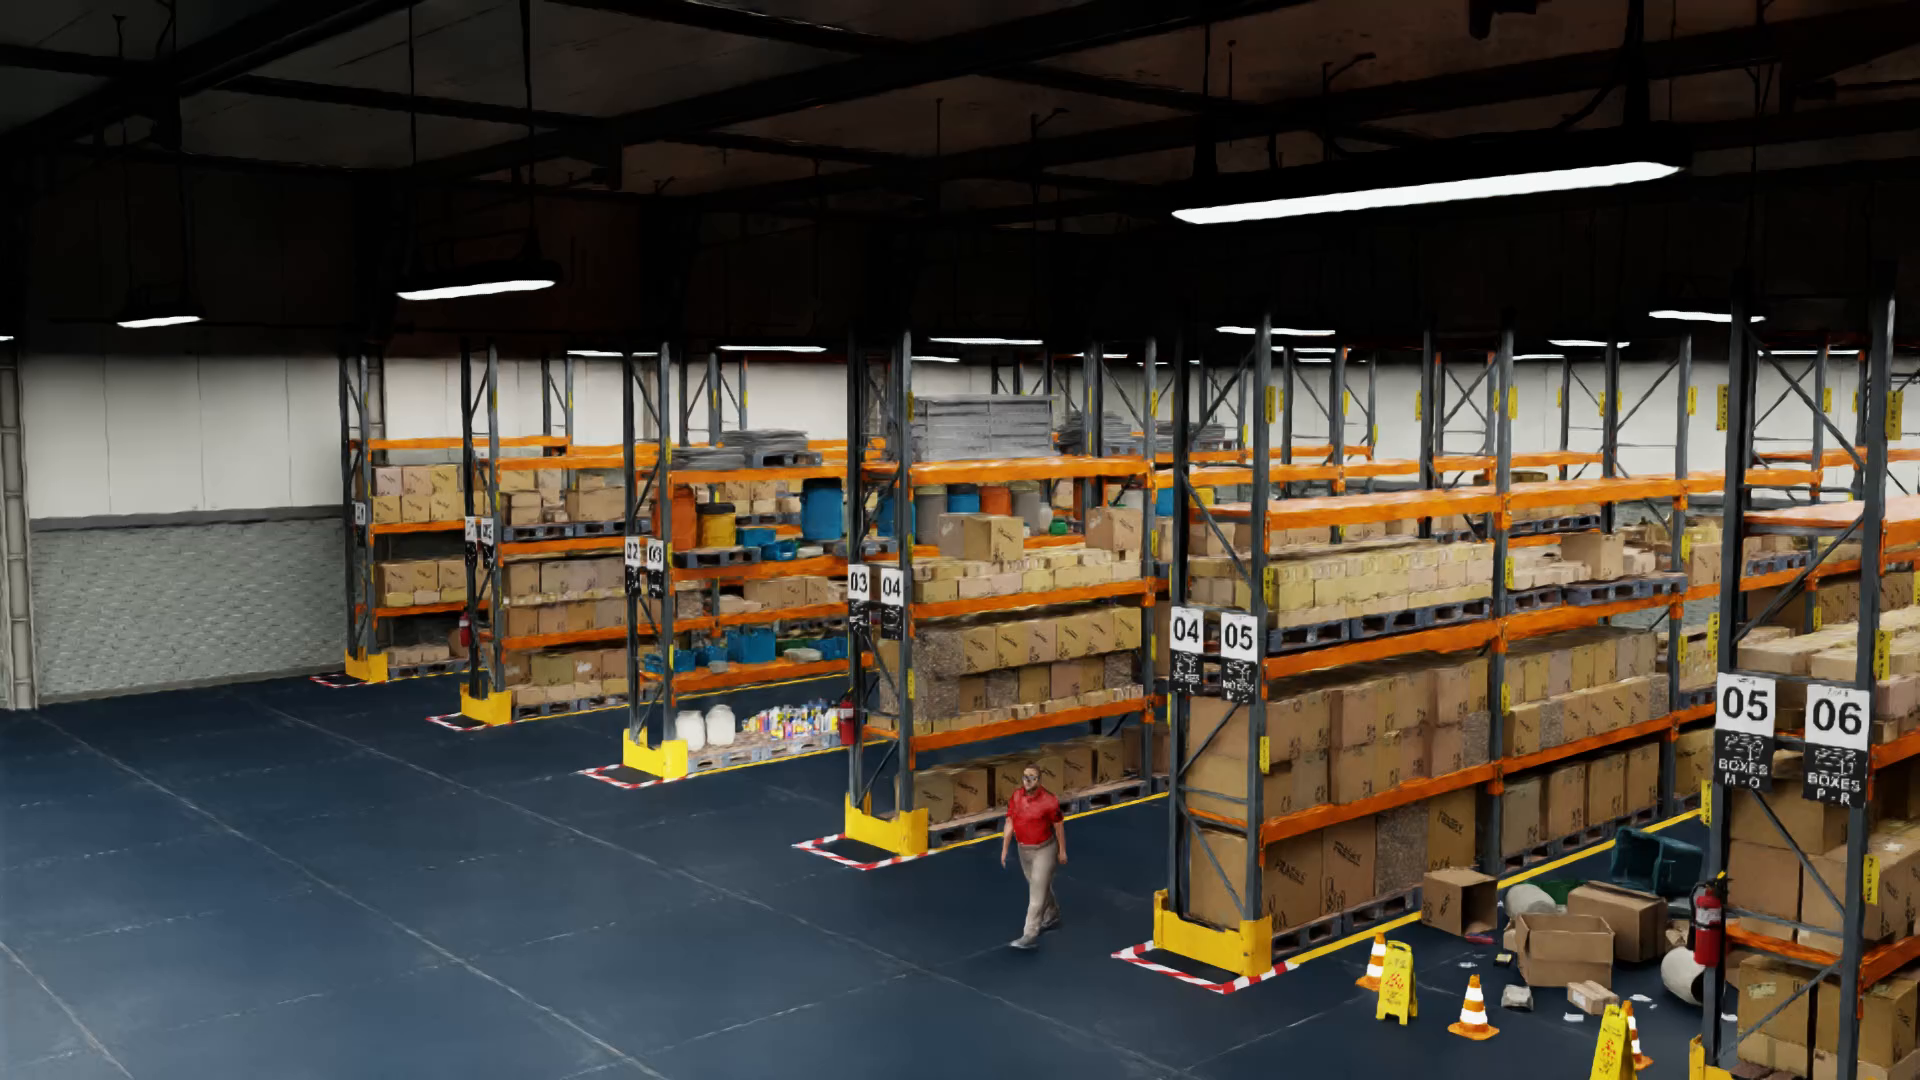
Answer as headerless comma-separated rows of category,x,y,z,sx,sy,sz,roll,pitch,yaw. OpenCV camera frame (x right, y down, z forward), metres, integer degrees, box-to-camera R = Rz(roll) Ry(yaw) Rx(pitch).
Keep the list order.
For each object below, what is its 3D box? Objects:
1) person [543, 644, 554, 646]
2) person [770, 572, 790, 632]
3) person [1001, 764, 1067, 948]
person,-7.341,1.628,29.817,0.735,1.709,0.880,3,6,32
person,-3.769,1.291,34.038,0.483,1.621,0.995,4,7,40
person,0.683,2.922,15.648,0.535,1.659,1.036,4,7,39
